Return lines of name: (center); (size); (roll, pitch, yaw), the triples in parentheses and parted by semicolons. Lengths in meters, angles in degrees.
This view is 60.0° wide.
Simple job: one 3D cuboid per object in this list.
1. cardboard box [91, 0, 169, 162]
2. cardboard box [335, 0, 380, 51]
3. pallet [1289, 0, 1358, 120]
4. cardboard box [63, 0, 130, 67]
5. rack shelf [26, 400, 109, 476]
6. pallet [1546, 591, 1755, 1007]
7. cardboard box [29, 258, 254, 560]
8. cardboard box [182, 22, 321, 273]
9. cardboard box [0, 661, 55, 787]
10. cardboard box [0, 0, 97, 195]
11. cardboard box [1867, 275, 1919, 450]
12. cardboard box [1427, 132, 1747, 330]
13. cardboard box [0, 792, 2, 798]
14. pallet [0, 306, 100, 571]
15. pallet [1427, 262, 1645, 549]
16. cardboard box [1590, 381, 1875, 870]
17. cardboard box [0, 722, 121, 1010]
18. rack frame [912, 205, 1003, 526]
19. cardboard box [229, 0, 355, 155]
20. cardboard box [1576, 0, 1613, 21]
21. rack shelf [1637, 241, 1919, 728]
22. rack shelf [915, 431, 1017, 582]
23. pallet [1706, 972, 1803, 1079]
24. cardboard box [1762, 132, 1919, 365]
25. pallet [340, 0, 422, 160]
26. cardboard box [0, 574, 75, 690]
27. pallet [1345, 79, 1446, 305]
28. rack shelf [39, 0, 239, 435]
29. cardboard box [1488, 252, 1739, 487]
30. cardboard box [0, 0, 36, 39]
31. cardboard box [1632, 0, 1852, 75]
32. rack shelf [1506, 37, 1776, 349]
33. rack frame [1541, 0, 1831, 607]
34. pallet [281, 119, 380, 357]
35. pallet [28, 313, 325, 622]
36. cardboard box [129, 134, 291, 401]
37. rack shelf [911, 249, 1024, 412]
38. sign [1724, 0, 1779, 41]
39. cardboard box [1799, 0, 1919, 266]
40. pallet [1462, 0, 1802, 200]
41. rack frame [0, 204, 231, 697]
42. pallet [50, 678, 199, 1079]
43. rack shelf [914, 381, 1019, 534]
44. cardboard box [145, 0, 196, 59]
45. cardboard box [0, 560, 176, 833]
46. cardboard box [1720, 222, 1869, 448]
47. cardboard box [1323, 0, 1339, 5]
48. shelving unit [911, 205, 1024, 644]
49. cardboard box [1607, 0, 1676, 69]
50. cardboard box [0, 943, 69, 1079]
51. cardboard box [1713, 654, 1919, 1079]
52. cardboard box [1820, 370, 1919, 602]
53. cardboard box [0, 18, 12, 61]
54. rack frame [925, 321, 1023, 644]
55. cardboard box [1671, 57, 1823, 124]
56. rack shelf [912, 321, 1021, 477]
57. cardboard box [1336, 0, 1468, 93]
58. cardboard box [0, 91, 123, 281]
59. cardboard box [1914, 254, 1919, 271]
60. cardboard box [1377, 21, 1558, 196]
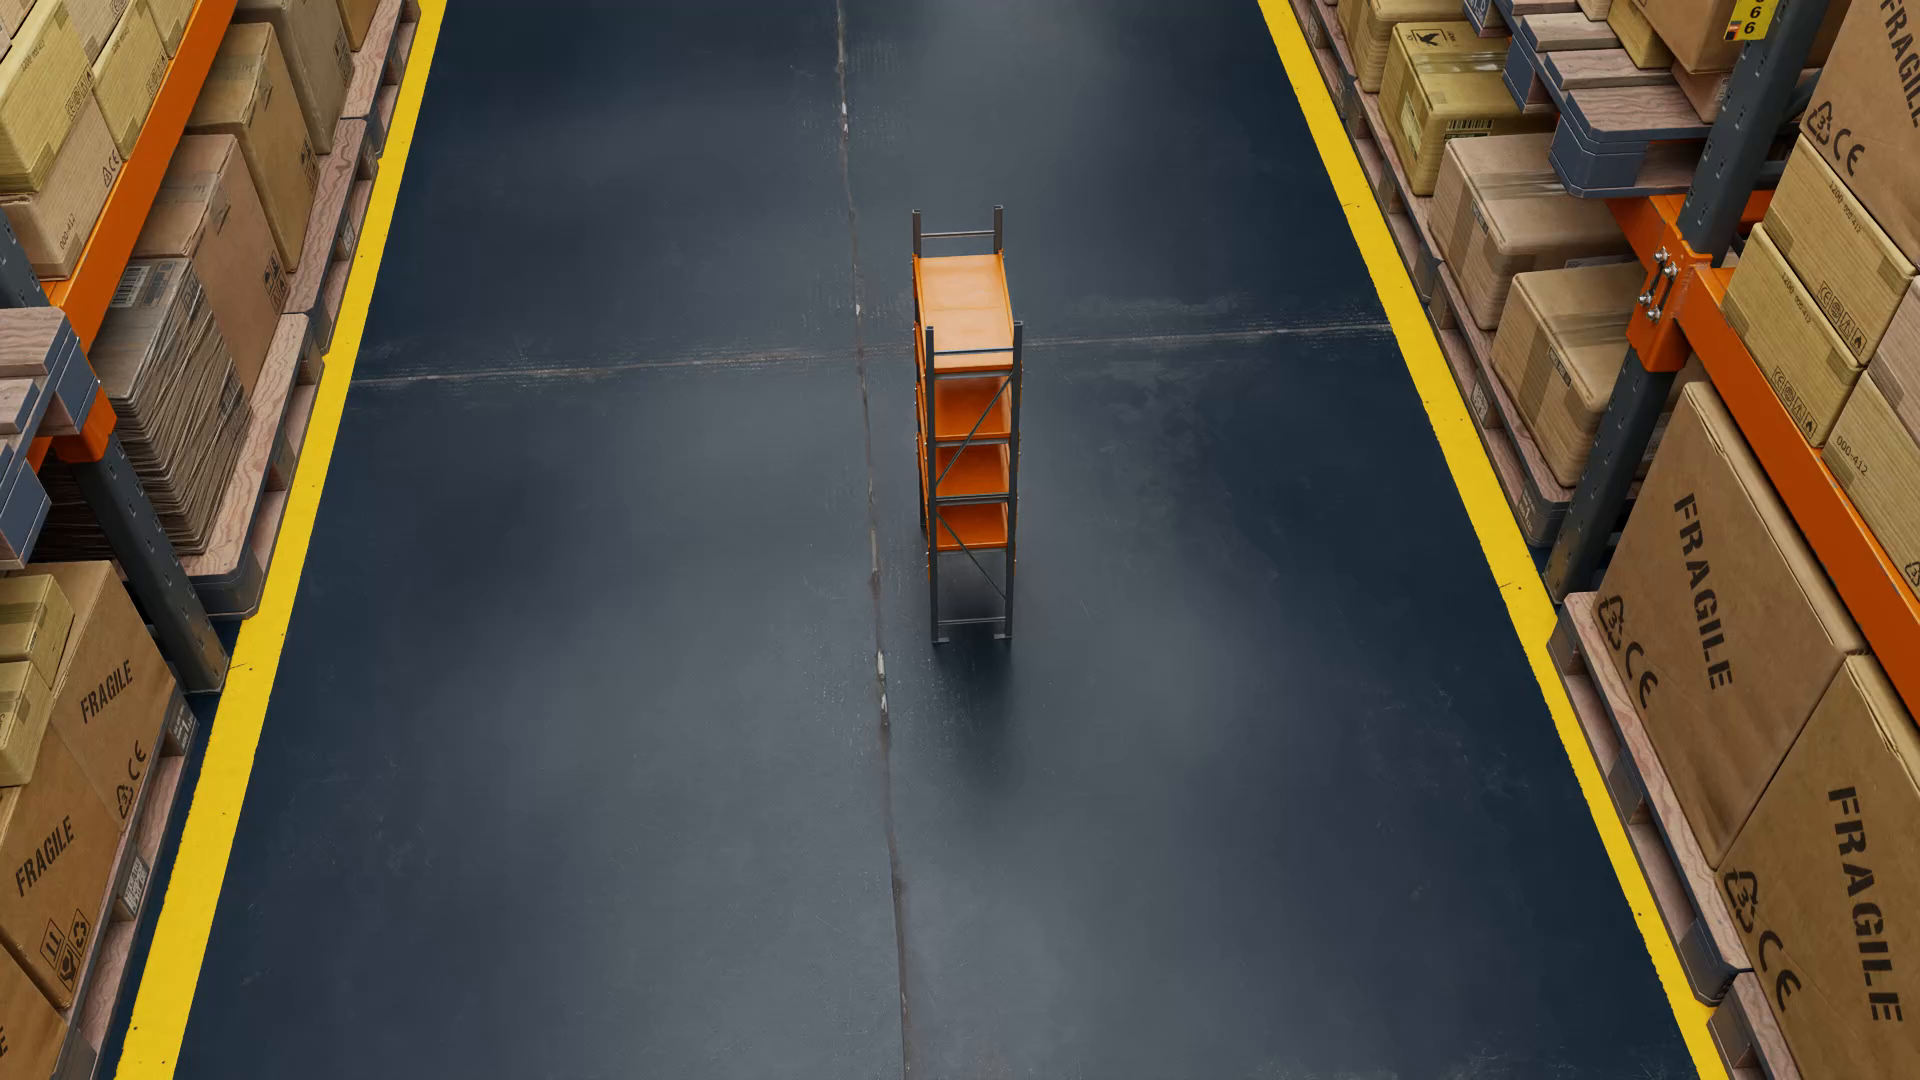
cardboard box: (-2.477, -1.247, 4.468); (0.500, 0.250, 0.500); (-4, 47, -4)
cardboard box: (-2.926, -2.444, 6.845); (0.875, 0.625, 0.625); (-2, 47, -2)
pallet: (2.032, -2.275, 7.259); (1.003, 0.211, 1.213); (-3, 47, -3)
cardboard box: (-2.480, -1.417, 4.285); (0.500, 0.250, 0.500); (-2, 47, -2)
rack shelf: (-2.478, 1.096, 2.642); (1.077, 0.370, 4.000); (-3, 47, -3)
pallet: (2.291, 0.631, 4.507); (1.003, 0.211, 1.213); (-3, 47, -3)
cardboard box: (-2.684, -0.378, 4.889); (0.875, 0.625, 0.625); (-2, 47, -2)
cardboard box: (-2.804, -1.338, 5.797); (0.875, 0.625, 0.625); (-5, 47, -5)
cardboard box: (-2.298, 0.431, 3.761); (0.380, 0.149, 0.250); (-6, 47, -5)
cardboard box: (-2.415, -1.056, 3.943); (0.500, 0.250, 0.500); (-4, 47, -3)
cardboard box: (2.139, -0.268, 3.196); (0.500, 0.250, 0.500); (-2, 47, -2)
cardboard box: (2.193, -1.086, 5.734); (0.950, 0.372, 0.625); (-4, 47, -4)
cardboard box: (-2.320, 0.624, 3.578); (0.380, 0.149, 0.250); (-5, 47, -5)
pallet: (-2.519, -0.046, 3.360); (1.213, 0.211, 1.003); (-3, 47, -3)
pallet: (2.236, -0.510, 5.587); (1.003, 0.211, 1.213); (-3, 47, -3)
cardboard box: (2.275, 0.188, 4.180); (0.875, 0.875, 0.875); (-4, 47, -4)
cardboard box: (-2.365, 0.772, 3.885); (0.500, 0.500, 0.500); (-4, 47, -4)
rack frame: (-0.007, -0.469, 4.868); (0.240, 1.200, 0.015); (-3, 47, -3)
cardboard box: (-2.869, -1.882, 6.312); (0.875, 0.625, 0.625); (-4, 47, -4)
cardboard box: (1.878, -1.553, 4.539); (0.380, 0.149, 0.250); (-4, 47, -4)
rack shelf: (2.468, 0.791, 2.930); (1.077, 0.370, 4.000); (-3, 47, -3)
rack shelf: (0.014, -0.110, 4.894); (0.258, 0.148, 0.480); (-3, 47, -3)
pallet: (2.390, 1.512, 3.673); (1.003, 0.211, 1.213); (-3, 47, -3)
cardboard box: (2.096, -0.642, 3.551); (0.500, 0.250, 0.500); (-4, 47, -4)
pallet: (-2.880, -2.003, 7.002); (1.003, 0.211, 1.213); (-3, 47, -3)
cardboard box: (-2.352, 0.236, 3.947); (0.380, 0.149, 0.250); (-6, 47, -5)
pallet: (2.137, -1.390, 6.421); (1.003, 0.211, 1.213); (-3, 47, -3)
rack shelf: (-2.813, -1.798, 5.383); (1.077, 0.370, 4.000); (-3, 47, -3)
cardboard box: (2.263, -0.553, 5.228); (0.950, 0.372, 0.625); (-6, 47, -6)
cardboard box: (-2.403, -1.297, 3.897); (0.380, 0.149, 0.250); (-3, 47, -2)
cardboard box: (1.985, -1.496, 4.038); (0.500, 0.500, 0.500); (-5, 47, -4)
rack shelf: (2.133, -2.103, 5.671); (1.077, 0.370, 4.000); (-3, 47, -3)
rack frame: (2.300, -0.903, 4.039); (1.000, 3.000, 0.127); (-3, 47, -3)
pallet: (-2.775, -1.118, 6.164); (1.003, 0.211, 1.213); (-3, 47, -3)
pallet: (-2.676, -0.238, 5.330); (1.003, 0.211, 1.213); (-3, 47, -3)
cardboard box: (-2.747, -0.851, 5.336); (0.875, 0.625, 0.625); (-2, 47, -2)
rack shelf: (0.014, -0.563, 4.416); (0.258, 0.148, 0.480); (-3, 47, -3)
sign: (1.760, -1.234, 3.610); (0.100, 0.325, 0.005); (-3, 47, -3)
cardboard box: (2.098, -0.909, 3.288); (0.500, 0.500, 0.500); (-5, 47, -5)
pallet: (2.134, -1.346, 4.591); (1.213, 0.211, 1.003); (-3, 47, -3)
rack frame: (-2.646, -0.598, 3.751); (1.000, 3.000, 0.127); (-3, 47, -3)
pallet: (-2.621, 0.903, 4.250); (1.003, 0.211, 1.213); (-3, 47, -3)
rack shelf: (0.014, -0.247, 4.750); (0.258, 0.148, 0.480); (-3, 47, -3)
cardboard box: (-2.527, -1.619, 4.821); (0.500, 0.250, 0.500); (-5, 47, -5)
cardboard box: (-2.396, 0.410, 4.229); (0.500, 0.500, 0.500); (-2, 47, -2)
cardboard box: (2.090, -0.482, 3.744); (0.500, 0.250, 0.500); (-4, 47, -4)
cardboard box: (2.012, -2.658, 7.222); (0.950, 0.372, 0.625); (-3, 47, -3)
shelving unit: (0.014, -0.293, 4.701); (0.258, 1.200, 0.503); (-3, 47, -3)
cardboard box: (1.944, -1.373, 4.369); (0.380, 0.149, 0.250); (-3, 47, -3)
cardboard box: (-2.318, 1.151, 3.527); (0.500, 0.500, 0.500); (-2, 47, -2)
cardboard box: (2.346, 0.834, 3.569); (0.875, 0.875, 0.875); (-3, 47, -3)
cardboard box: (2.151, -0.112, 3.393); (0.500, 0.250, 0.500); (-5, 47, -4)
cardboard box: (-2.379, -1.104, 3.714); (0.380, 0.149, 0.250); (-2, 47, -2)
rack frame: (0.034, -0.116, 4.534); (0.240, 1.200, 0.015); (-3, 47, -3)
cardboard box: (2.038, -1.184, 4.189); (0.380, 0.149, 0.250); (-2, 47, -2)
rack shelf: (0.014, -0.400, 4.587); (0.258, 0.148, 0.480); (-3, 47, -3)
cardboard box: (2.075, -2.138, 6.730); (0.950, 0.372, 0.625); (-1, 47, -1)
cardboard box: (-2.439, -0.883, 4.123); (0.500, 0.250, 0.500); (-3, 47, -3)
cardboard box: (2.149, -0.551, 2.948); (0.500, 0.500, 0.500); (-3, 47, -3)
cardboard box: (2.135, -1.636, 6.254); (0.950, 0.372, 0.625); (-2, 47, -2)
